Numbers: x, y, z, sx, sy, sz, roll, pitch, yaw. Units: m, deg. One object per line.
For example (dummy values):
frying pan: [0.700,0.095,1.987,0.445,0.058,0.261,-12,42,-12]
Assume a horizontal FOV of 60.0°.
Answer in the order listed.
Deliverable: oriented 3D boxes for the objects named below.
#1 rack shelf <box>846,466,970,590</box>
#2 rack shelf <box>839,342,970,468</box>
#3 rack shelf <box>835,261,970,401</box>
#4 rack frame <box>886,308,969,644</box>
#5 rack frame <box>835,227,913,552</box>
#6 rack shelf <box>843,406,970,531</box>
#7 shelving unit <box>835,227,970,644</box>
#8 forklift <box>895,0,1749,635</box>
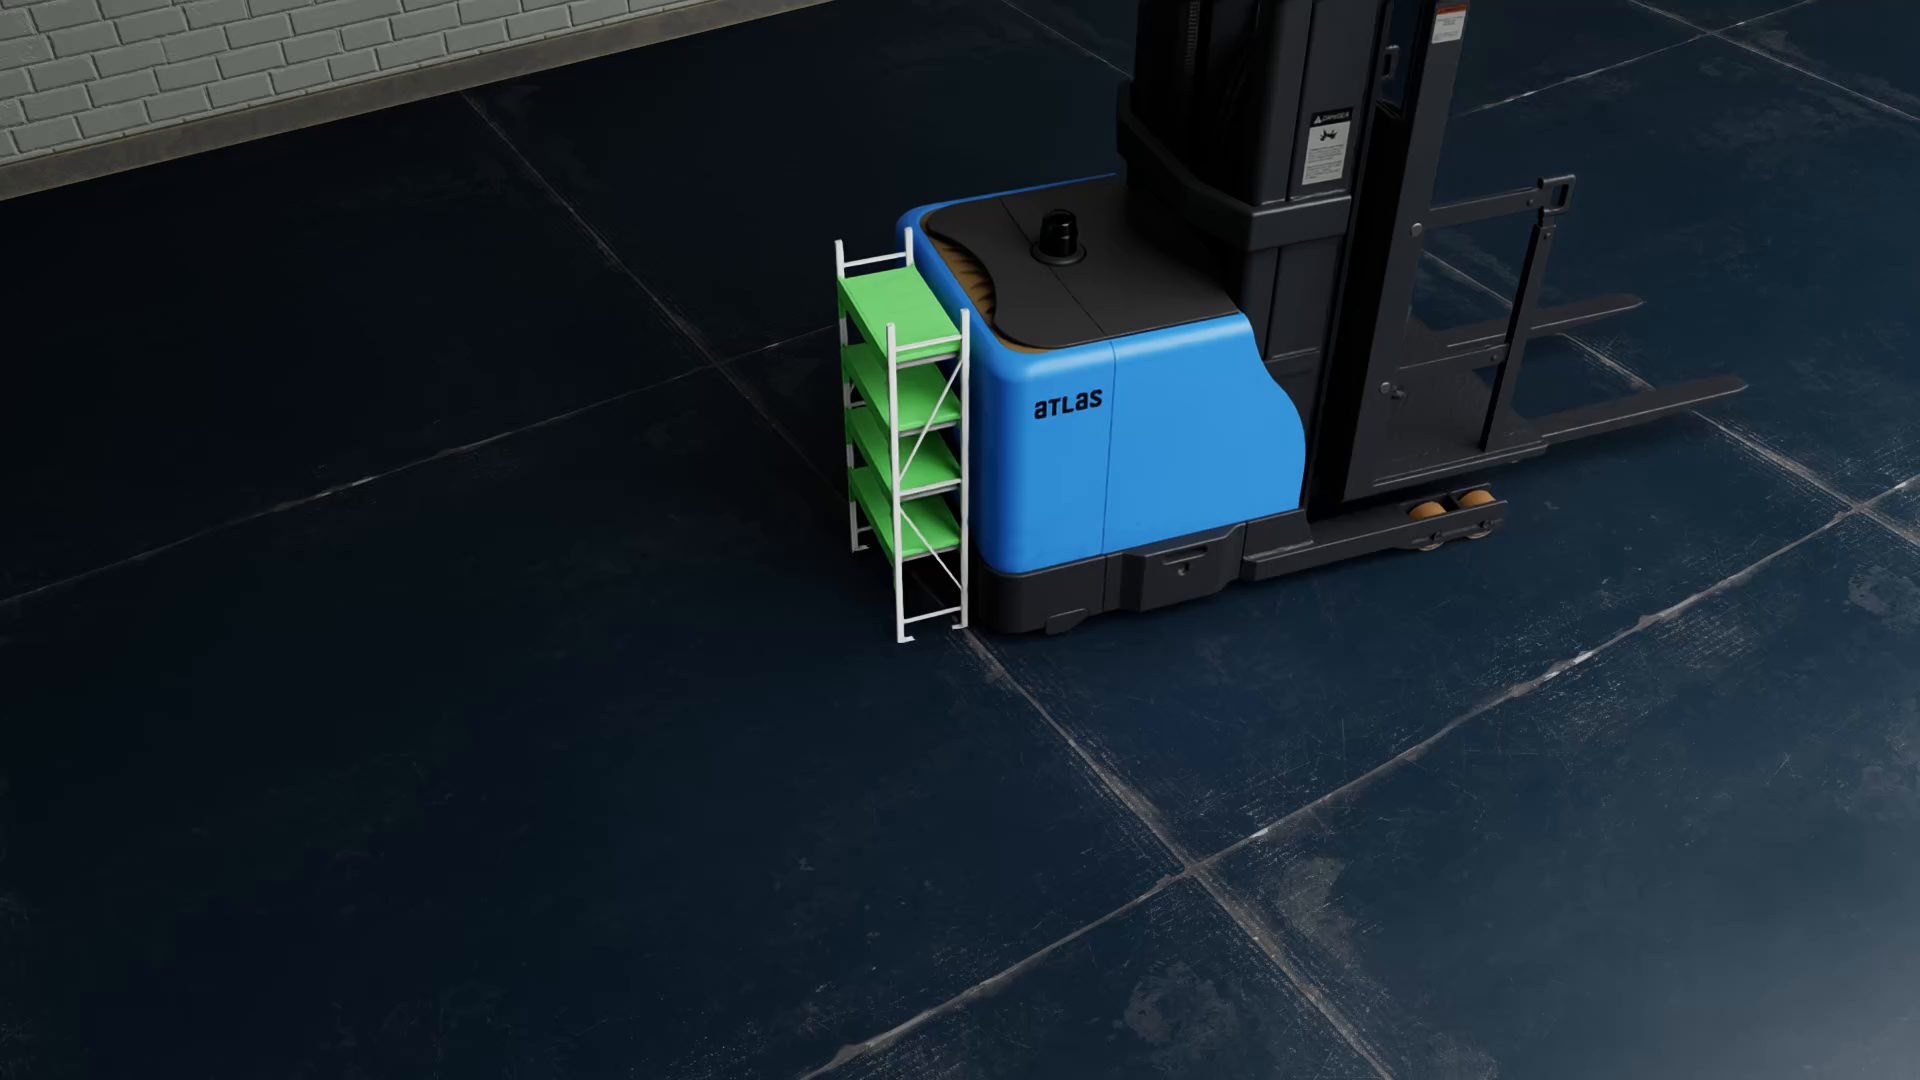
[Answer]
rack shelf: [-0.173,-0.071,5.372,0.258,0.148,0.480,-13,42,-15]
rack shelf: [-0.173,-0.439,5.065,0.258,0.148,0.480,-13,42,-15]
rack shelf: [-0.173,-0.624,4.911,0.258,0.148,0.480,-13,42,-15]
rack frame: [-0.089,-0.158,5.002,0.240,1.200,0.015,-13,42,-15]
rack frame: [-0.257,-0.451,5.354,0.240,1.200,0.015,-13,42,-15]
rack shelf: [-0.173,-0.255,5.219,0.258,0.148,0.480,-13,42,-15]
shelving unit: [-0.173,-0.304,5.178,0.258,1.200,0.503,-13,42,-15]
forklift: [1.350,-1.396,5.135,3.031,2.935,1.130,-13,42,-15]
